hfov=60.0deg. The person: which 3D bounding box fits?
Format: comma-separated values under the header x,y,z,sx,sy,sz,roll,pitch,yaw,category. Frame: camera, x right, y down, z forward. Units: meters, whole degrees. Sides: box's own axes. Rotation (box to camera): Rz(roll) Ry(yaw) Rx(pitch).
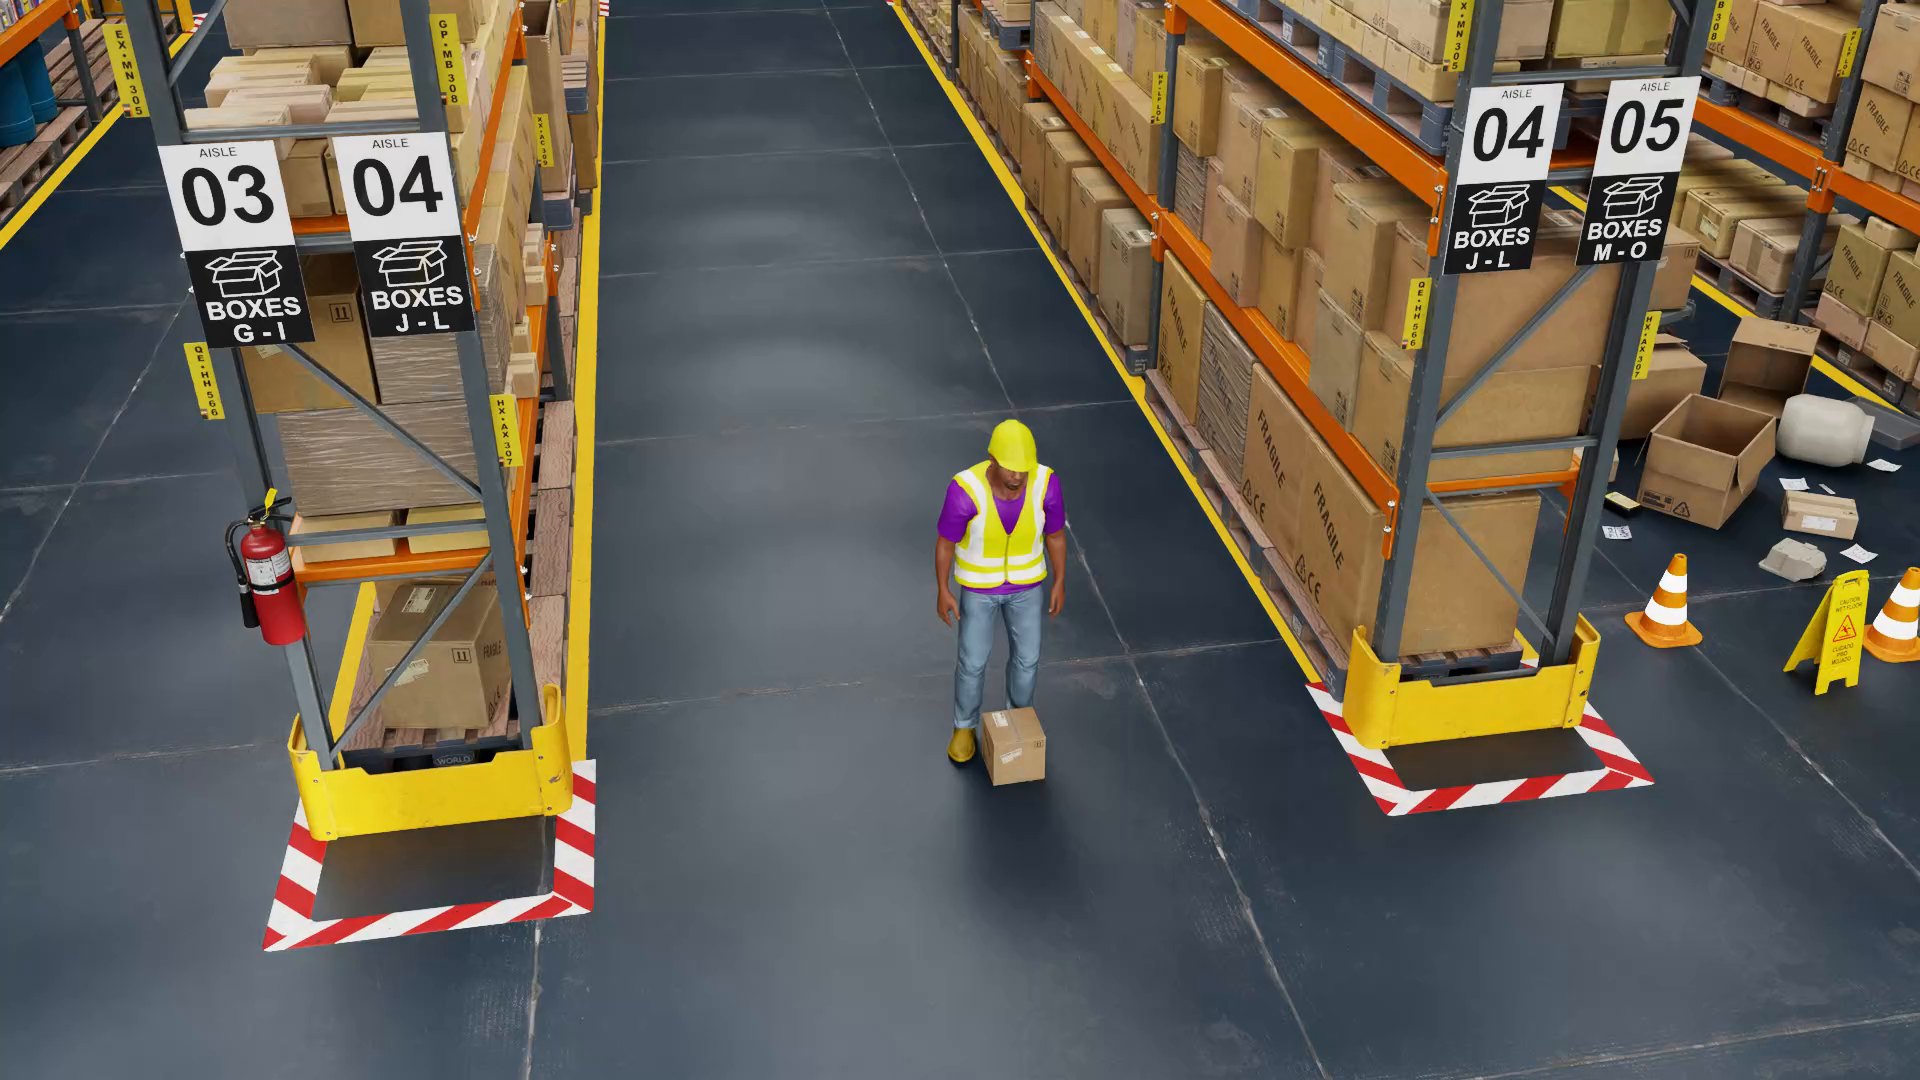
x,y,z,sx,sy,sz,roll,pitch,yaw,category
0.196,0.220,7.747,0.625,1.760,0.459,-6,31,-10,person
